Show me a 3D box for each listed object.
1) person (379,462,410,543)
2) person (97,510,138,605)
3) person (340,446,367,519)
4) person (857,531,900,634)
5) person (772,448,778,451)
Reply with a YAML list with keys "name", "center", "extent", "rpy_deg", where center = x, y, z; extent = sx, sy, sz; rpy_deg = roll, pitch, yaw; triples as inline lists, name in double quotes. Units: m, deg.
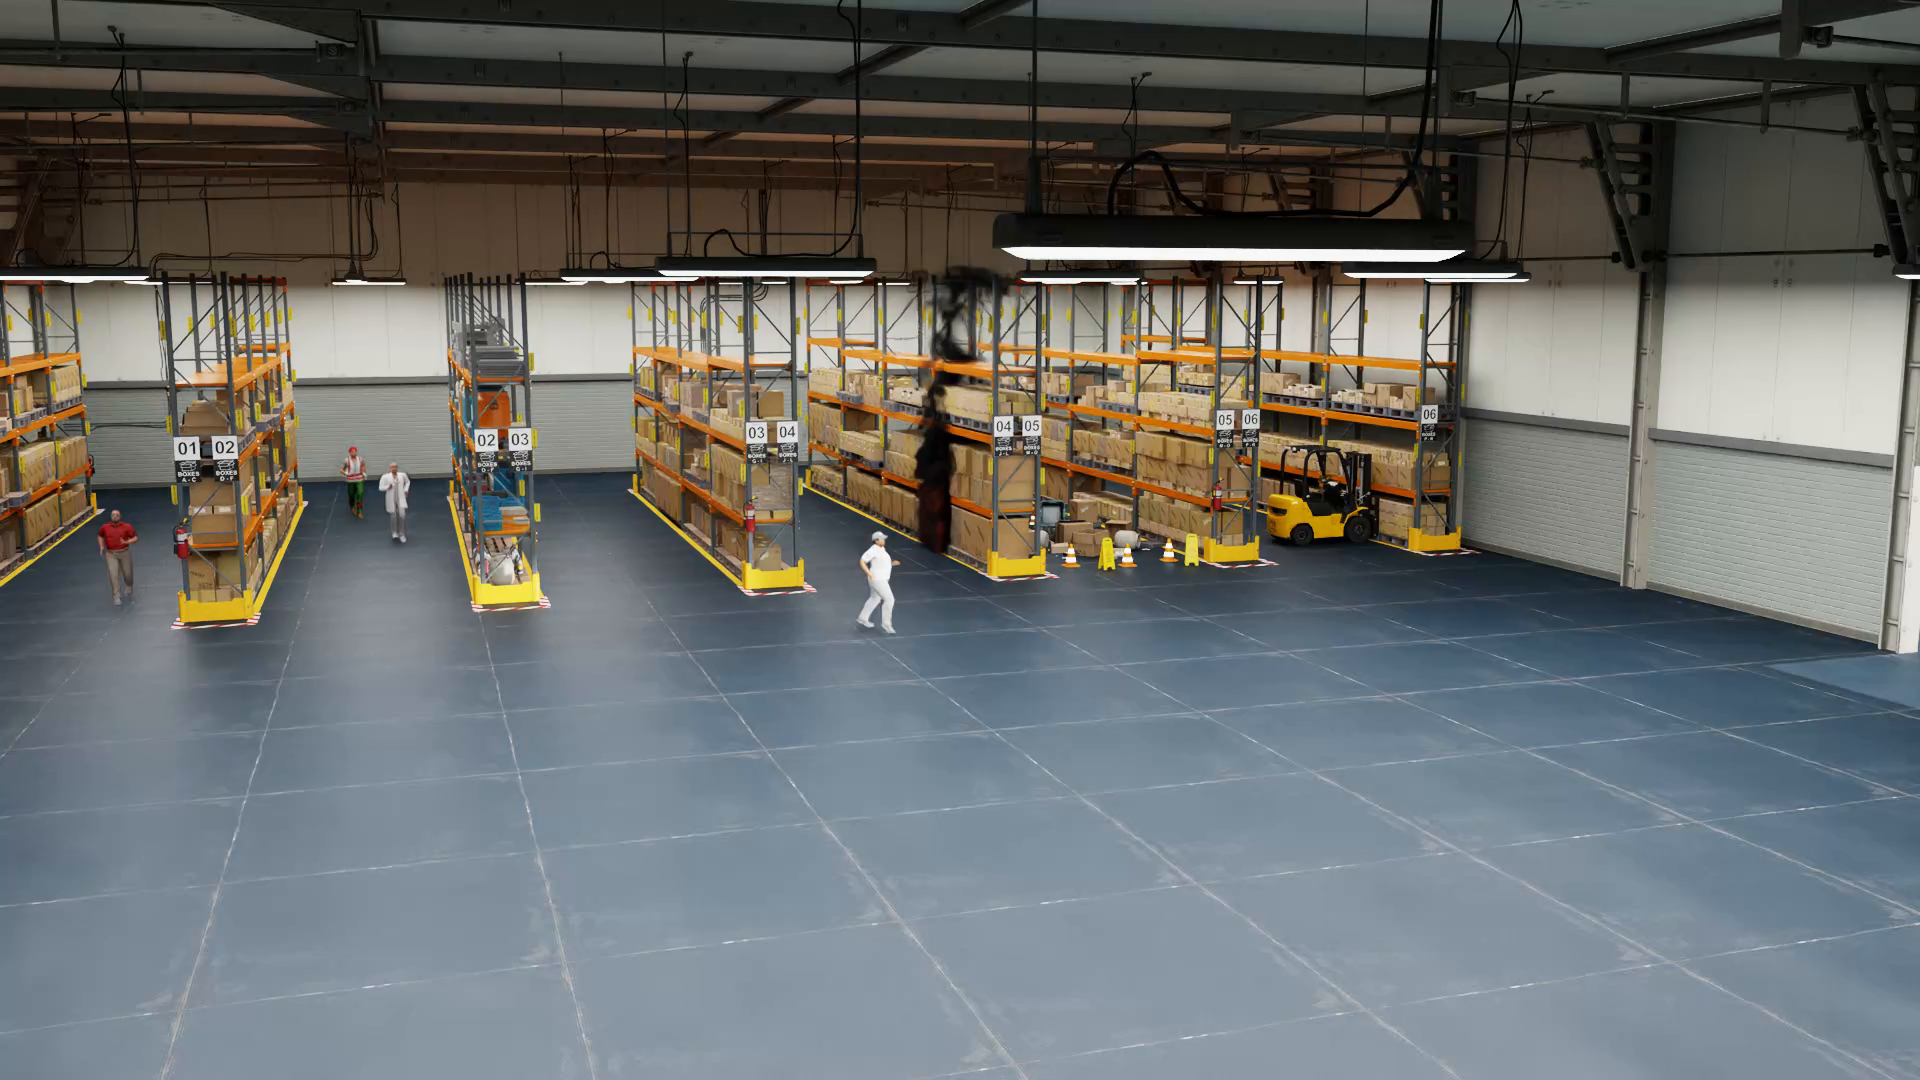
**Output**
- name: "person"
  center: [-12.845, -0.853, 37.852]
  extent: [0.690, 1.842, 0.823]
  rpy_deg: [-4, 9, -23]
- name: "person"
  center: [-15.409, 0.324, 30.454]
  extent: [0.673, 1.630, 0.944]
  rpy_deg: [-4, 9, -22]
- name: "person"
  center: [-15.194, -1.460, 41.684]
  extent: [0.633, 1.779, 1.007]
  rpy_deg: [-4, 10, -27]
- name: "person"
  center: [-1.380, 0.720, 27.895]
  extent: [0.759, 1.723, 0.582]
  rpy_deg: [1, 9, 8]
- name: "person"
  center: [-5.266, -2.189, 46.807]
  extent: [0.723, 1.689, 0.654]
  rpy_deg: [-2, 9, -15]
